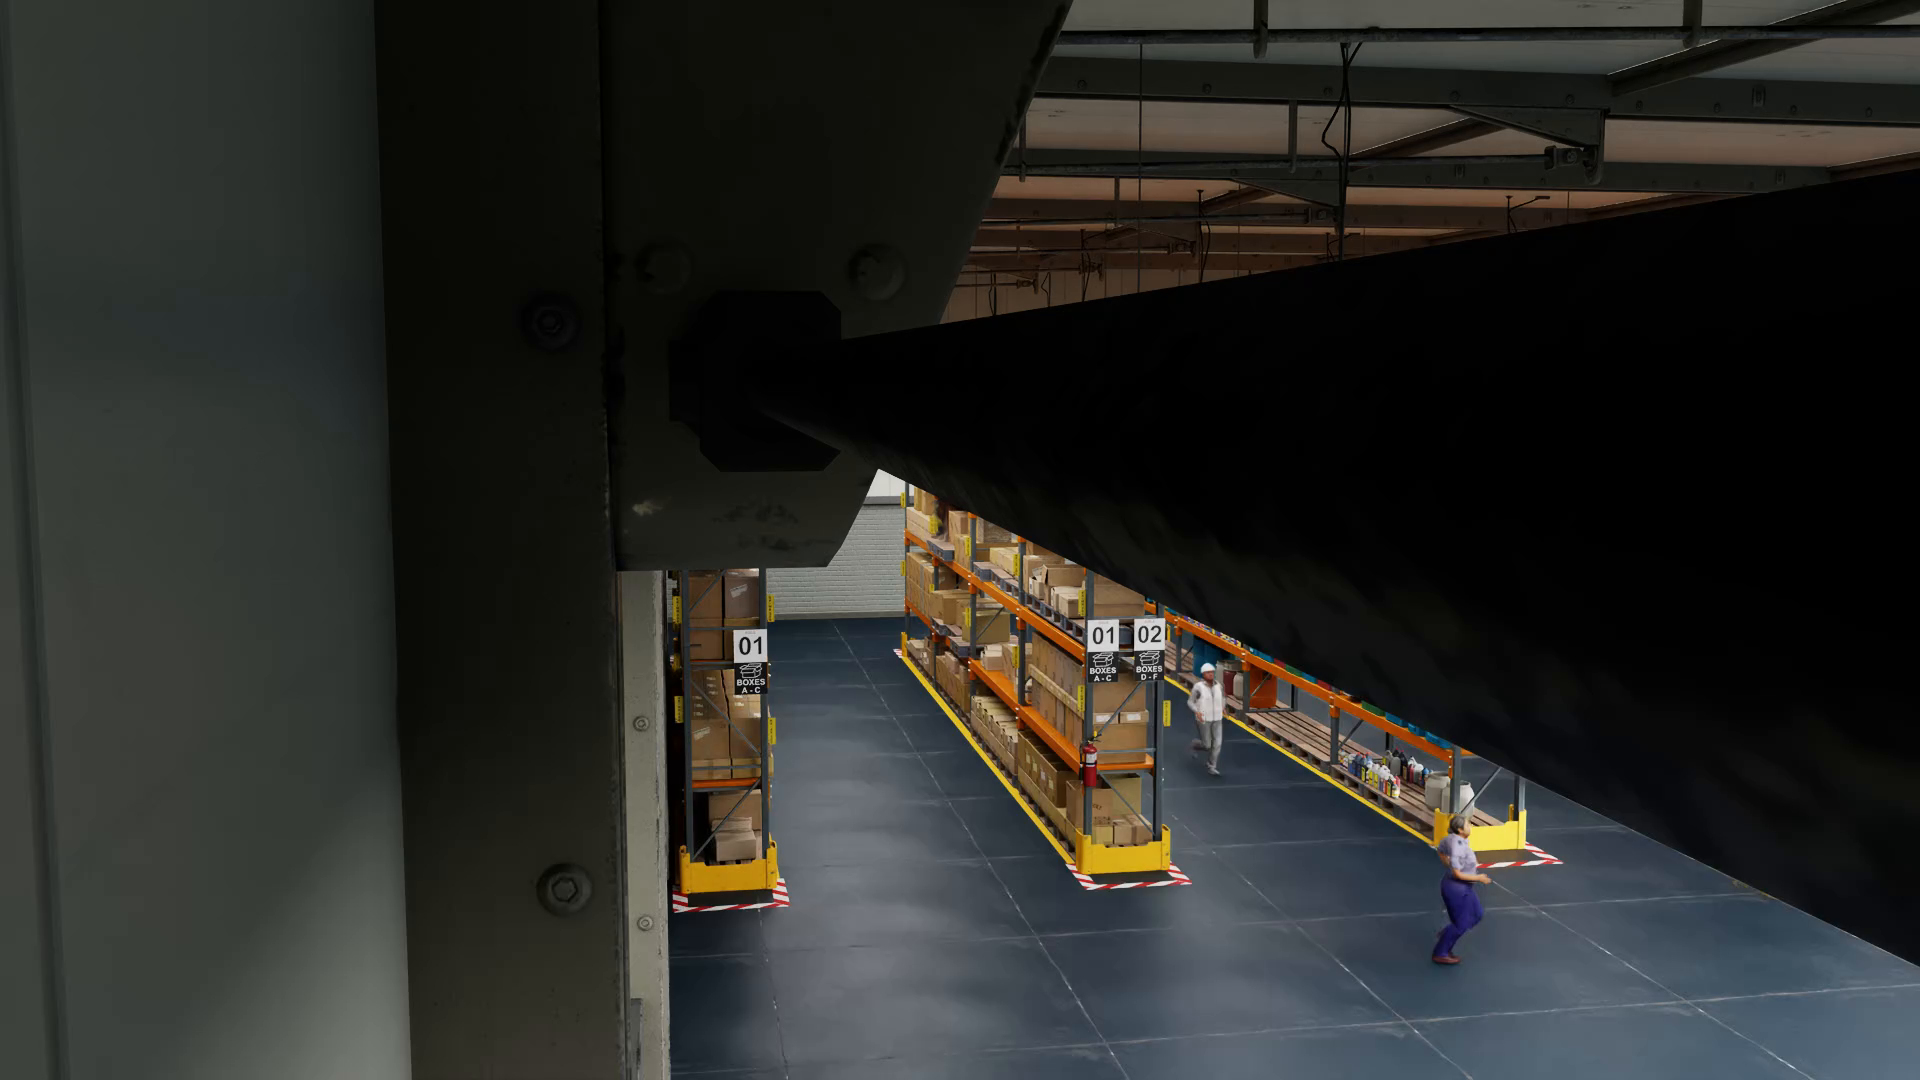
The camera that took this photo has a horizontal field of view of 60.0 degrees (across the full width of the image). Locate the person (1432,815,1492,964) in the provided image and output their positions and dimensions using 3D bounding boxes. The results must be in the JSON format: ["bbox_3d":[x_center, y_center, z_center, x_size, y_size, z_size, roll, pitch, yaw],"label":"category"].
[{"bbox_3d":[5.318,3.698,17.626,0.575,1.604,0.579,1,6,12],"label":"person"}]

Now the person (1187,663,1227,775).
[{"bbox_3d":[3.899,2.790,26.021,0.675,1.732,0.717,-2,6,-18],"label":"person"}]
